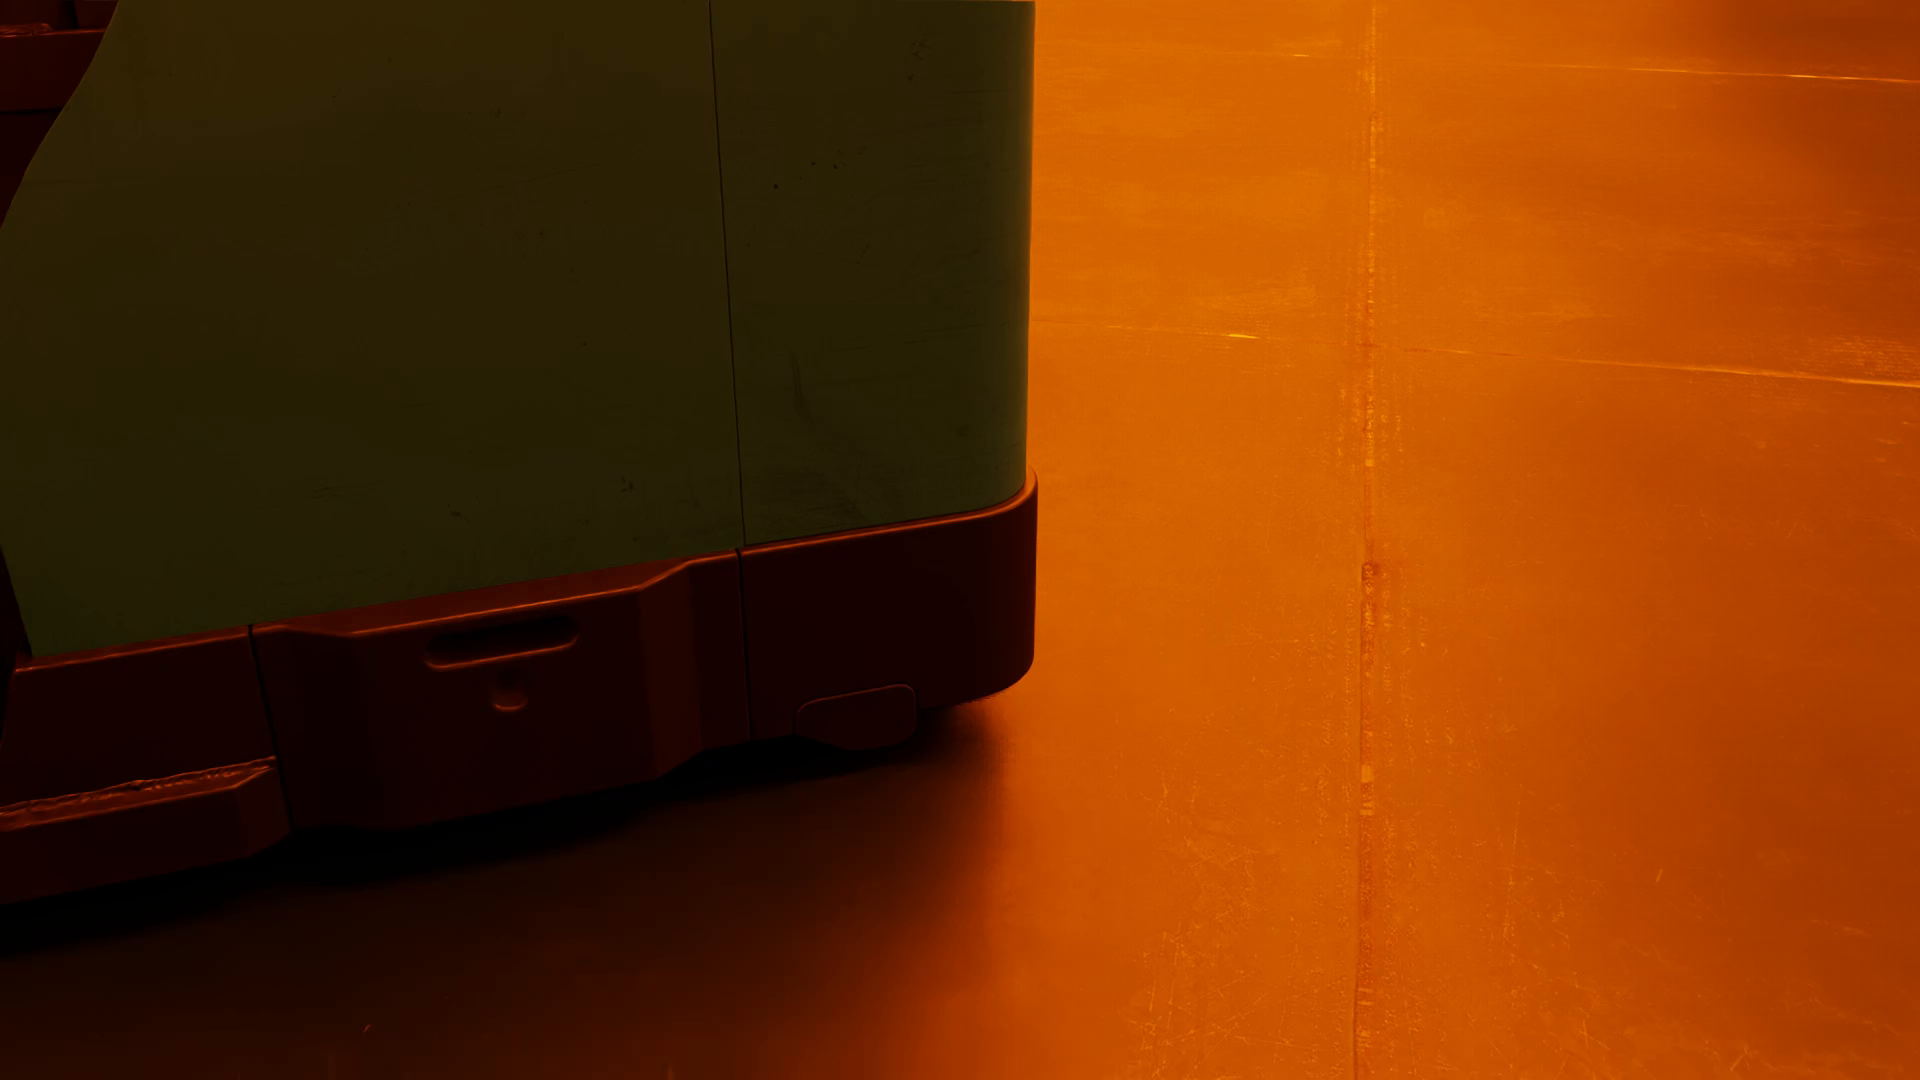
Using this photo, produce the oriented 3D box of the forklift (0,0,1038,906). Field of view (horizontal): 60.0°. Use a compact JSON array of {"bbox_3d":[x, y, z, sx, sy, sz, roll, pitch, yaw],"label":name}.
[{"bbox_3d":[-1.482,-1.065,1.357,3.031,2.935,1.130,-9,28,-18],"label":"forklift"}]
